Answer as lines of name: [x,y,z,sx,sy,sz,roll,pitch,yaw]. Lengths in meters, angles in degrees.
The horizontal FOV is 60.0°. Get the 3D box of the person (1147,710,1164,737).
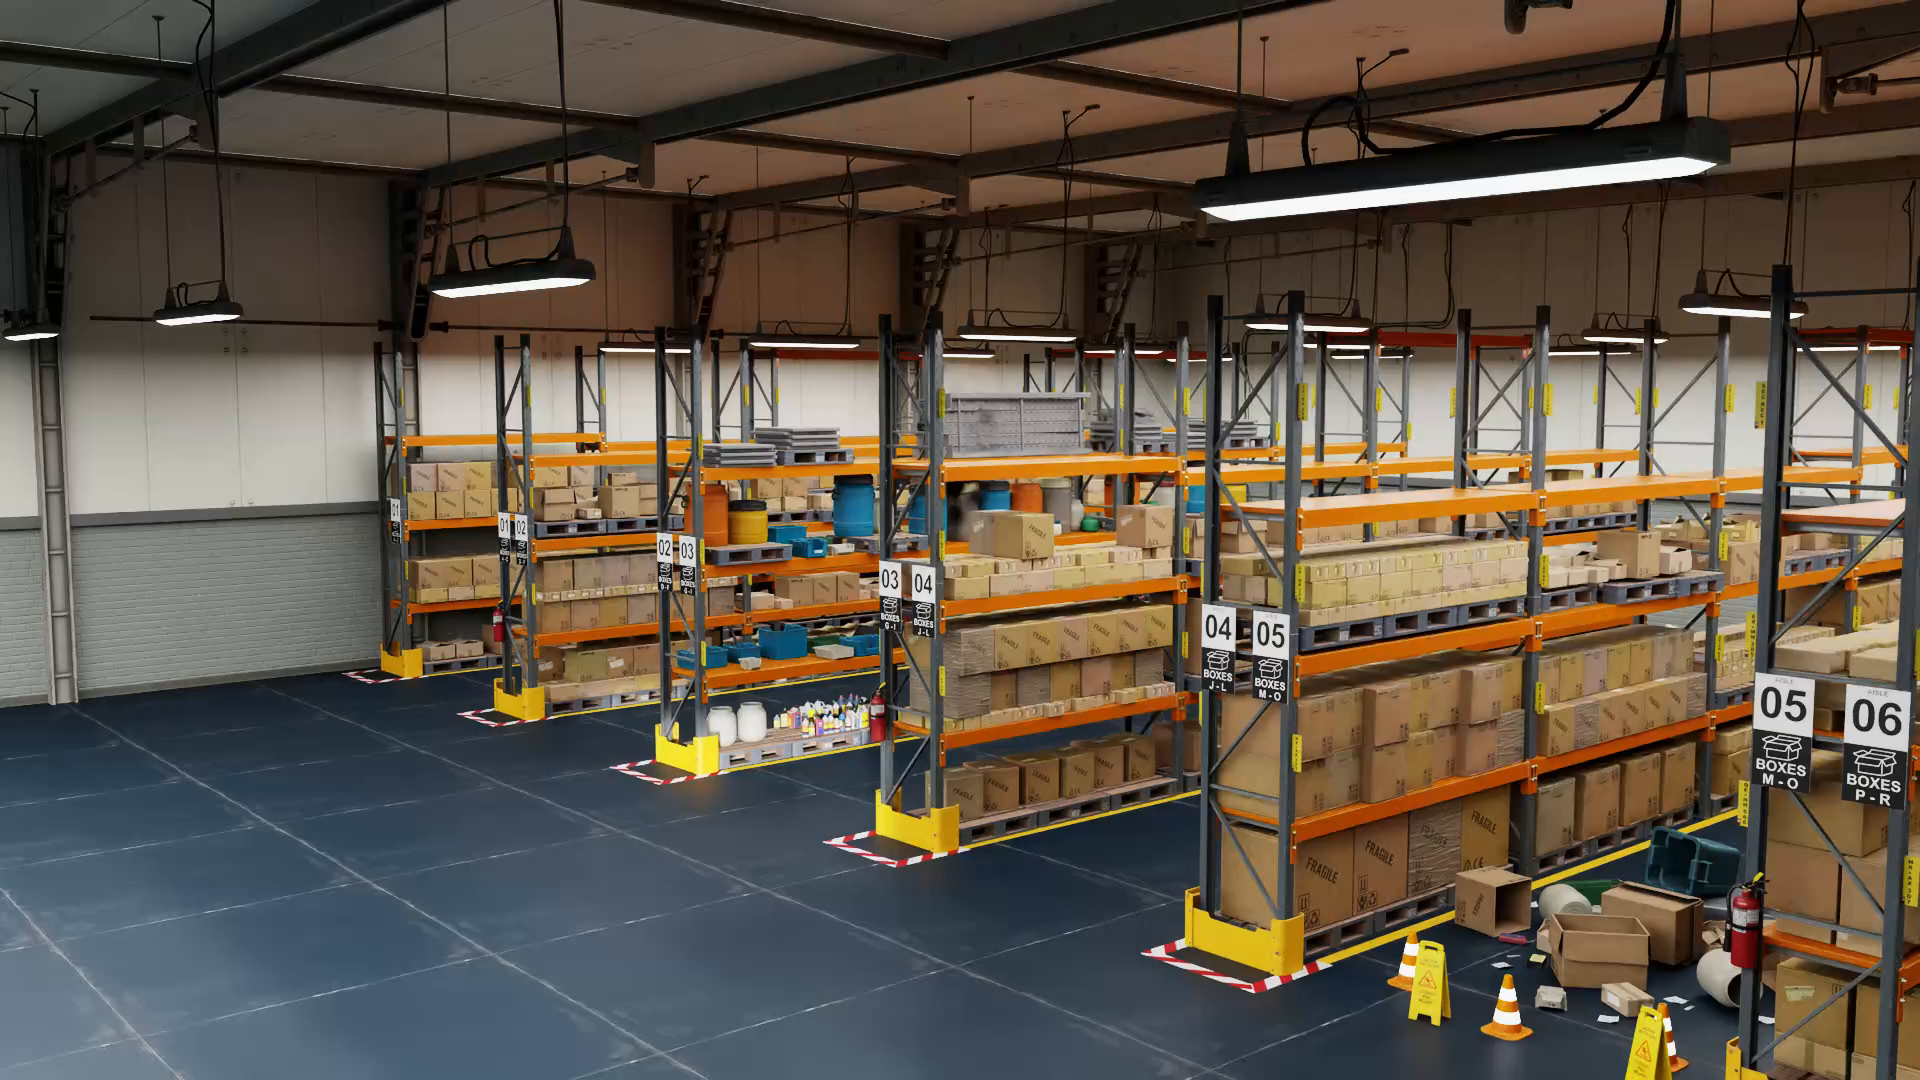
person: [2.666,1.927,23.395,0.785,1.835,0.662,-5,7,-44]

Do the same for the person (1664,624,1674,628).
person: [10.217,2.098,24.029,0.681,1.756,0.667,-3,6,-33]
